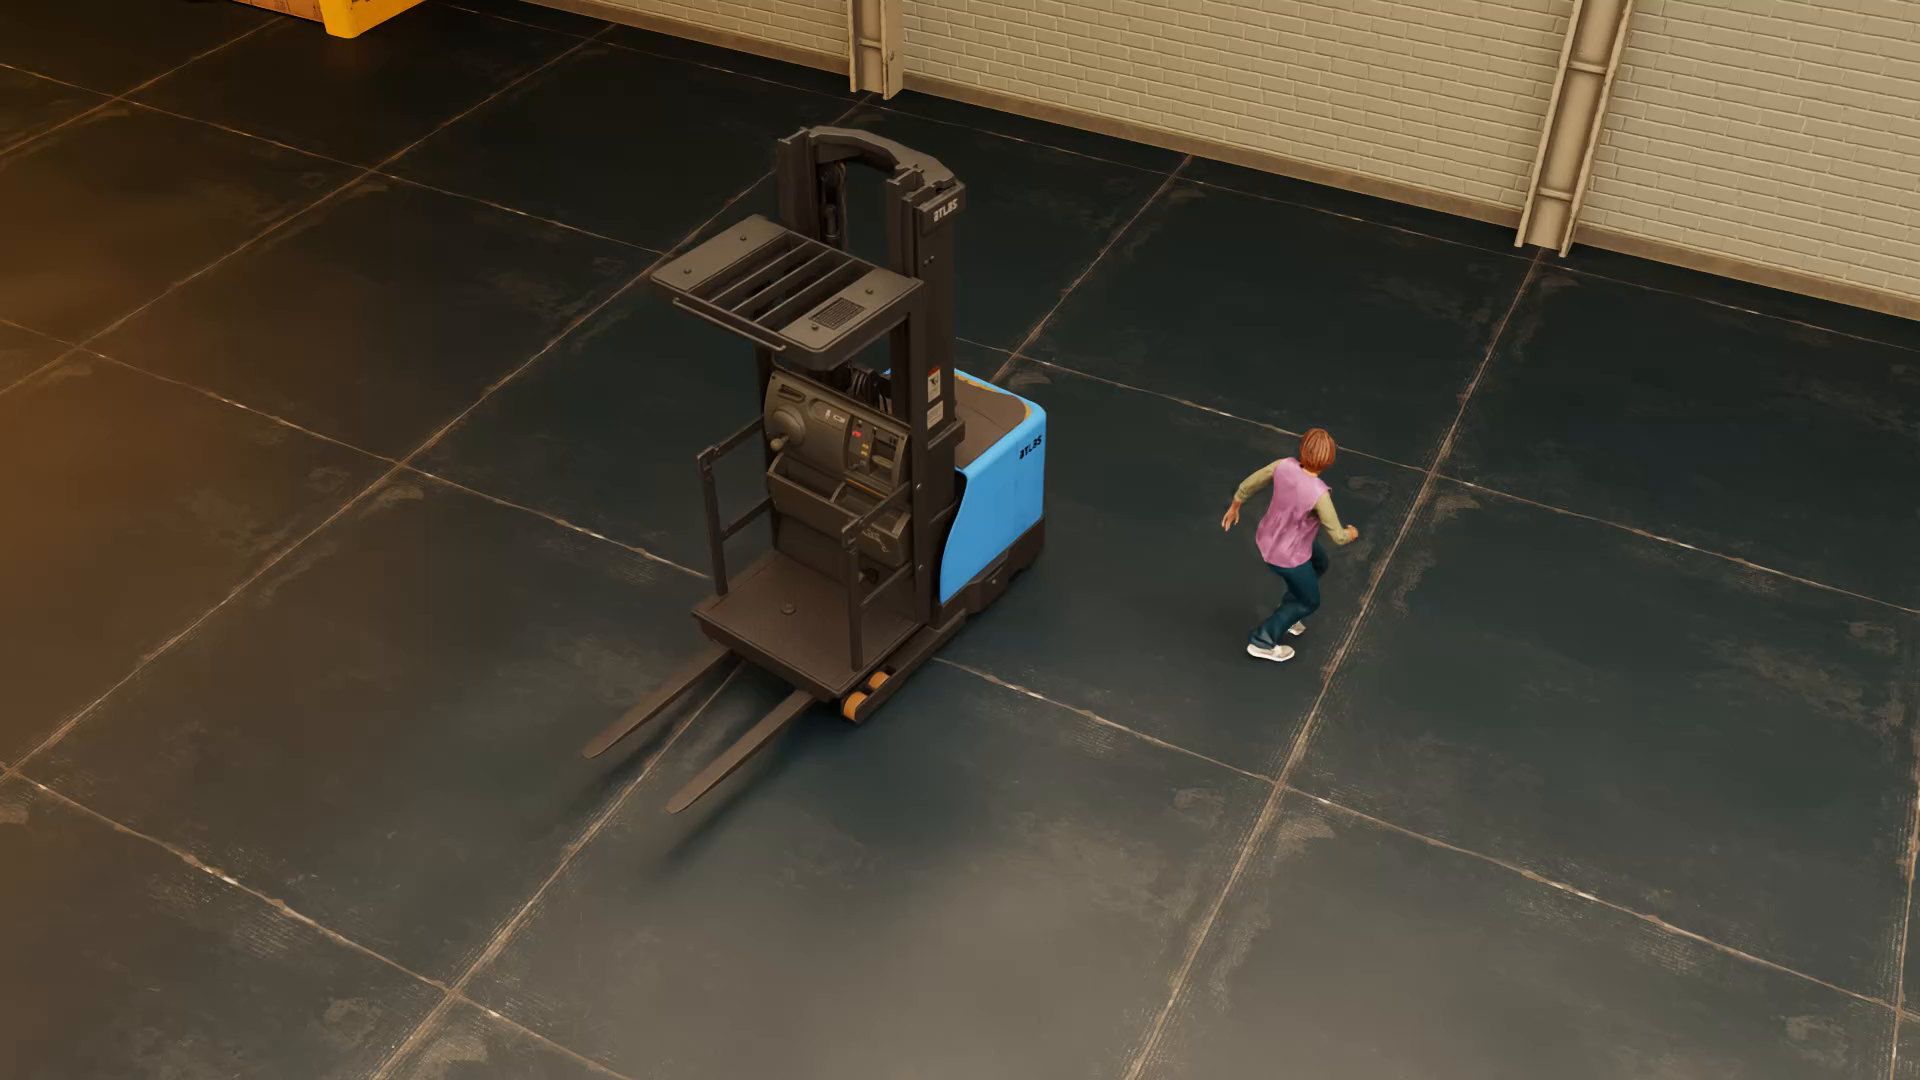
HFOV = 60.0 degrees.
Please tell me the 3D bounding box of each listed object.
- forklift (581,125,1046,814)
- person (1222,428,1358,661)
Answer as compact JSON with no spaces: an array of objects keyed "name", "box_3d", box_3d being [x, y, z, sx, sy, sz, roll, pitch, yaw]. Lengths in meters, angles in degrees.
[{"name":"forklift","box_3d":[-0.782,-0.489,8.567,1.130,2.935,3.031,26,47,28]},{"name":"person","box_3d":[1.819,0.043,9.049,0.671,1.566,0.549,-8,41,-9]}]
